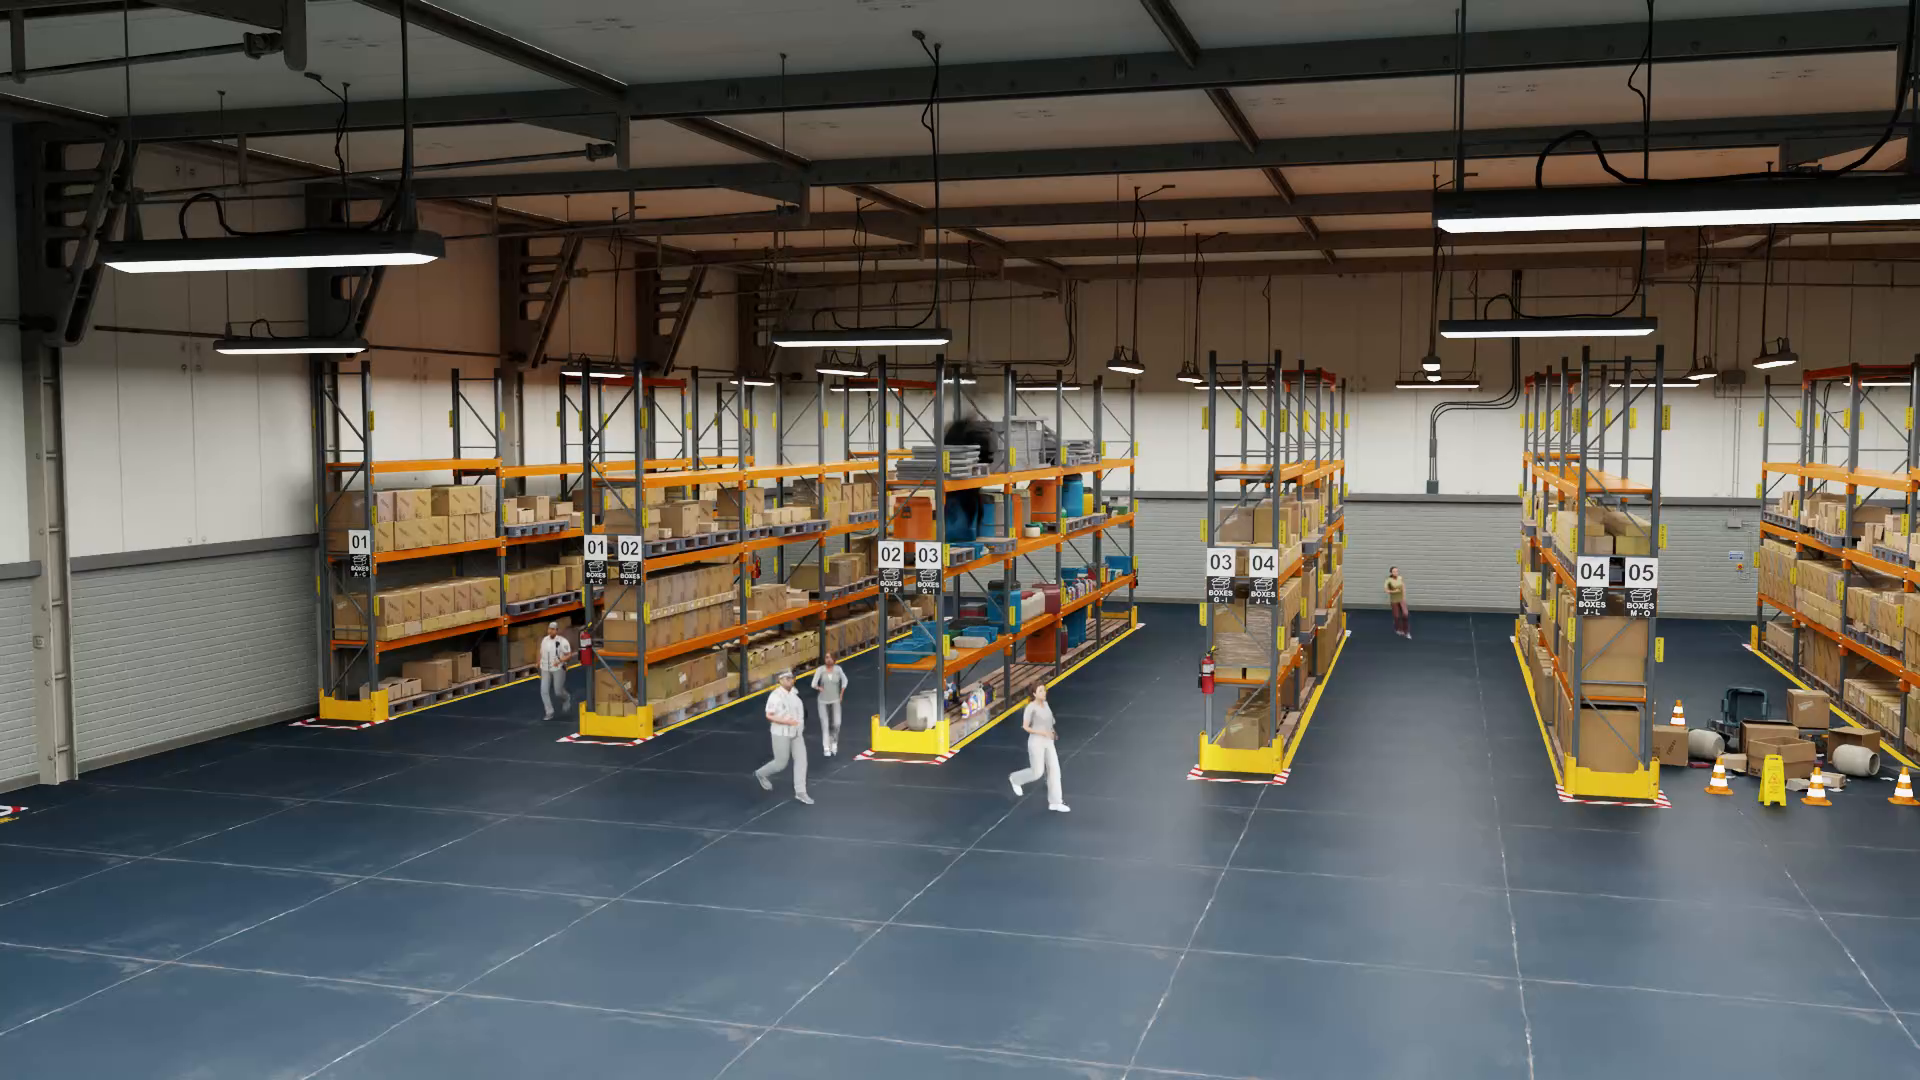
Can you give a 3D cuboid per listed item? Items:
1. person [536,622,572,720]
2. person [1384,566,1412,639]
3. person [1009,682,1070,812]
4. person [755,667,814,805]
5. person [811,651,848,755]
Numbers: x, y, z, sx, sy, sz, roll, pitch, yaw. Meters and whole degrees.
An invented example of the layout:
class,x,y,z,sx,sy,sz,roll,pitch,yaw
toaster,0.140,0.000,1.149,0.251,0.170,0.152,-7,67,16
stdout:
class,x,y,z,sx,sy,sz,roll,pitch,yaw
person,-6.850,2.189,28.040,0.613,1.620,0.688,1,4,9
person,10.075,1.452,38.503,0.627,1.712,0.709,0,4,-6
person,1.048,2.642,21.466,0.584,1.633,0.970,-4,6,-44
person,-2.302,2.557,21.949,0.944,1.790,0.664,3,5,39
person,-1.948,2.441,24.799,0.549,1.573,0.560,0,4,-4
